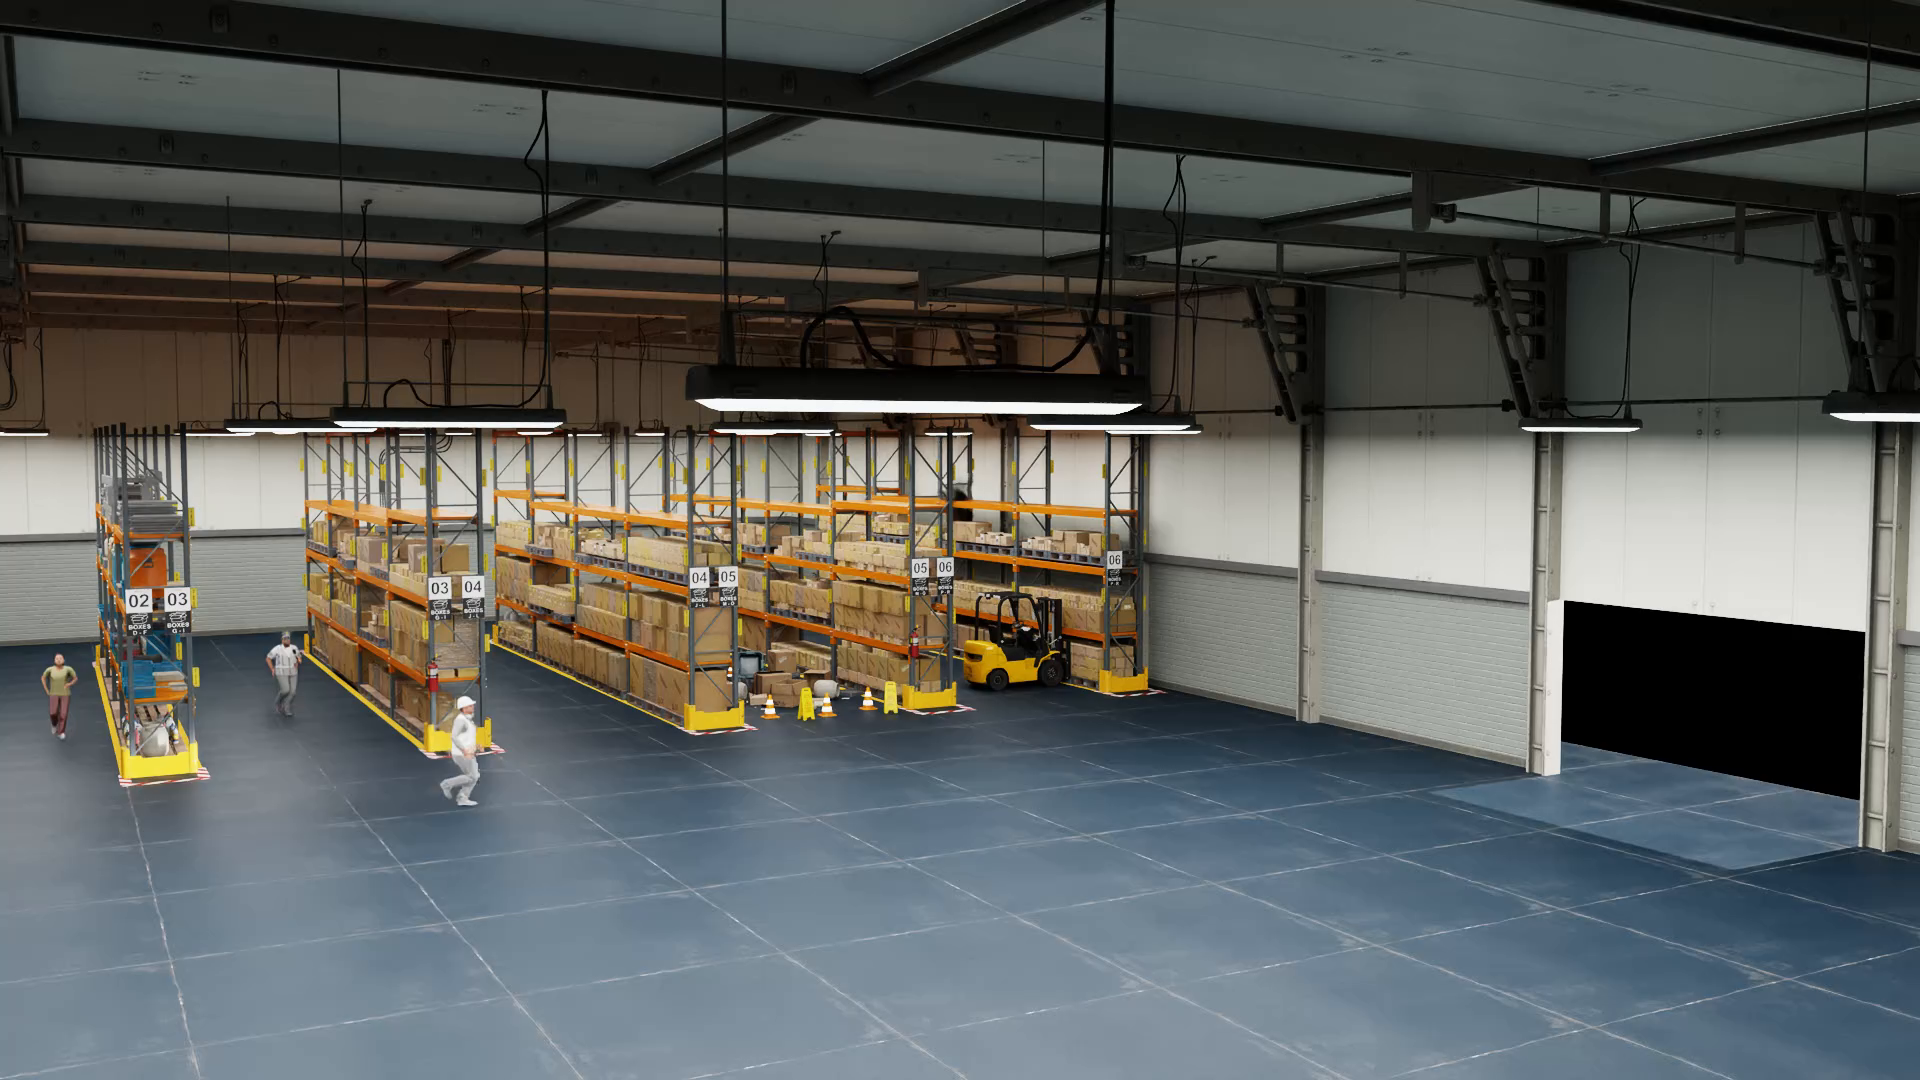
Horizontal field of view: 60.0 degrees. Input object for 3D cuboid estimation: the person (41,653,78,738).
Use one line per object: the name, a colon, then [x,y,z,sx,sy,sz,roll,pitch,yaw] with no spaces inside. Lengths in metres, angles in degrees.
person: [-17.183,2.979,31.751,0.624,1.638,0.514,-2,4,-26]

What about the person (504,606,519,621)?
person: [-12.903,2.005,48.031,0.536,1.621,0.545,-3,4,-37]

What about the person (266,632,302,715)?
person: [-13.913,2.762,34.393,0.651,1.740,0.602,-3,5,-44]

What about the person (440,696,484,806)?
person: [-7.774,3.298,25.927,0.616,1.724,0.648,0,3,-4]
